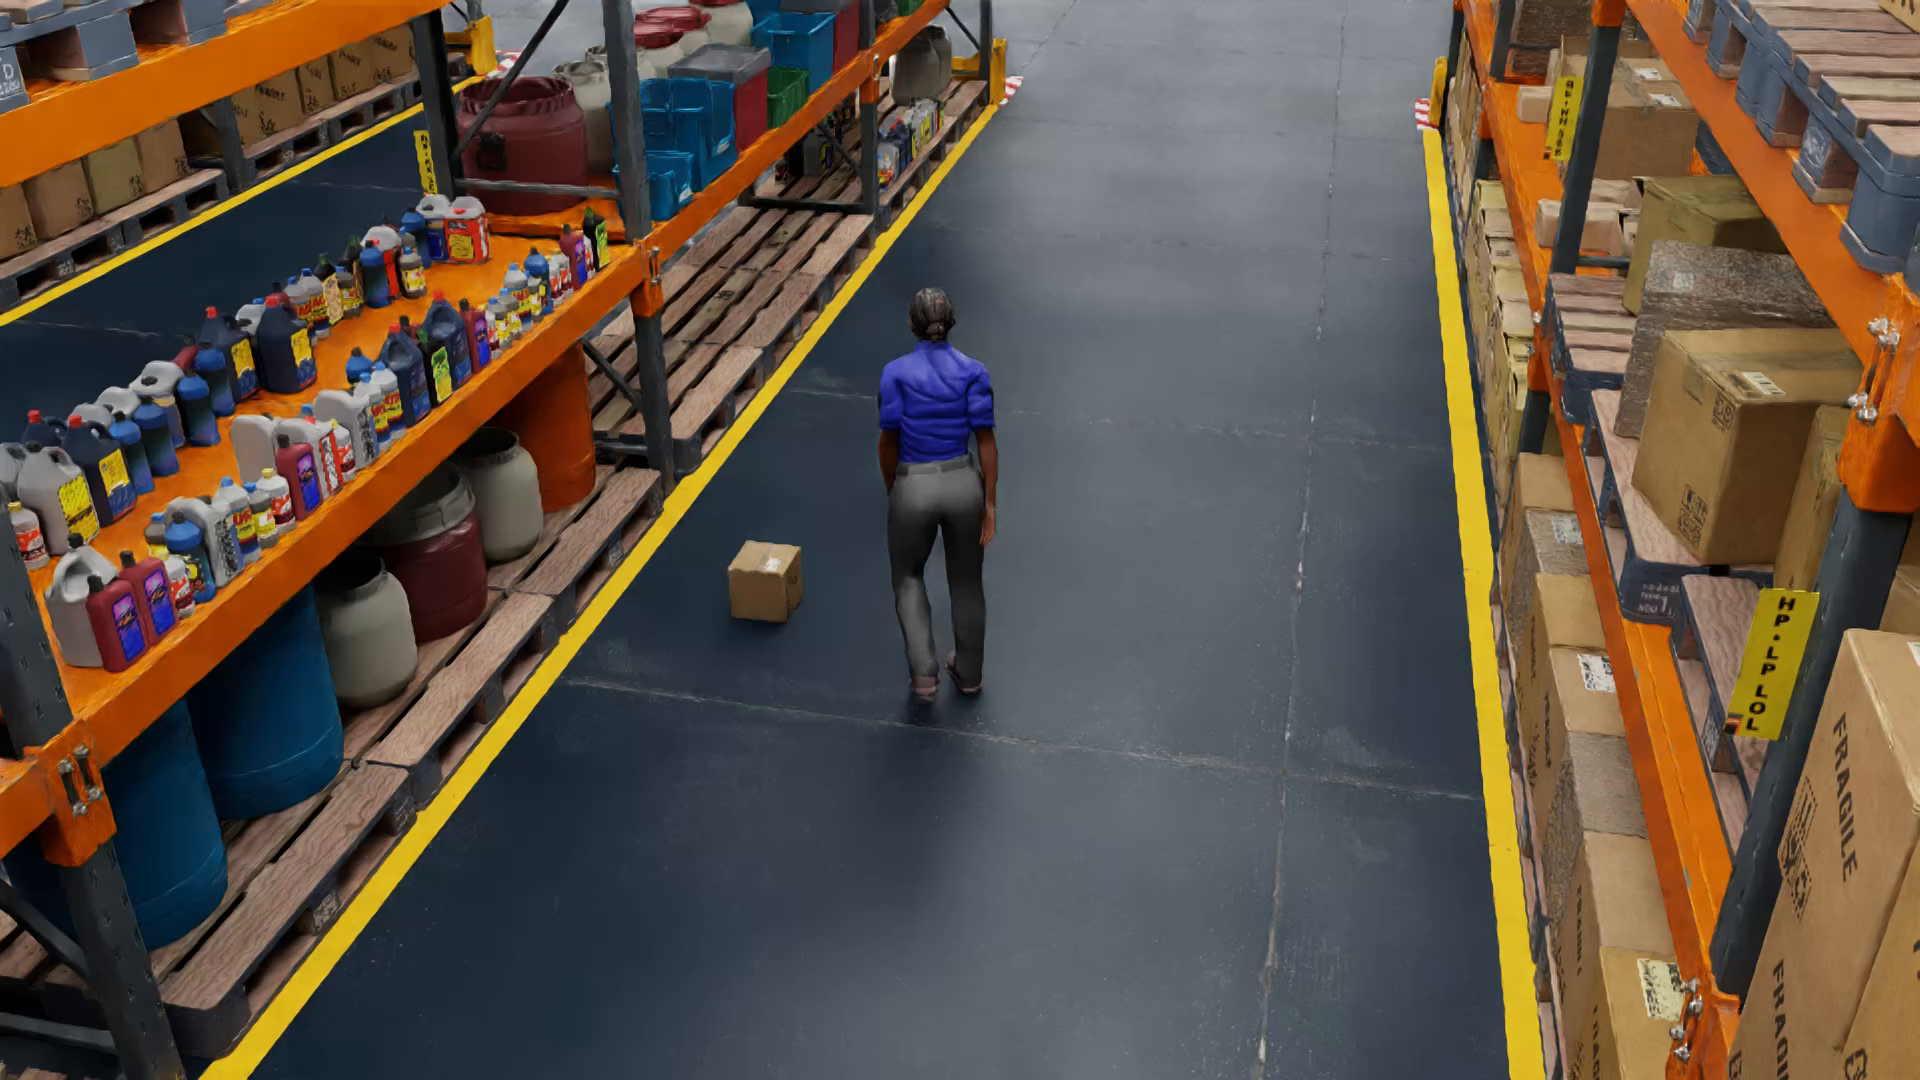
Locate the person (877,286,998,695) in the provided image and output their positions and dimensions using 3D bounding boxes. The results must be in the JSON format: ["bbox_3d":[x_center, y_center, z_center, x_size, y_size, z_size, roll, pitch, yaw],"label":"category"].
[{"bbox_3d":[-0.079,-0.128,6.402,0.448,1.621,0.615,-5,29,-10],"label":"person"}]
